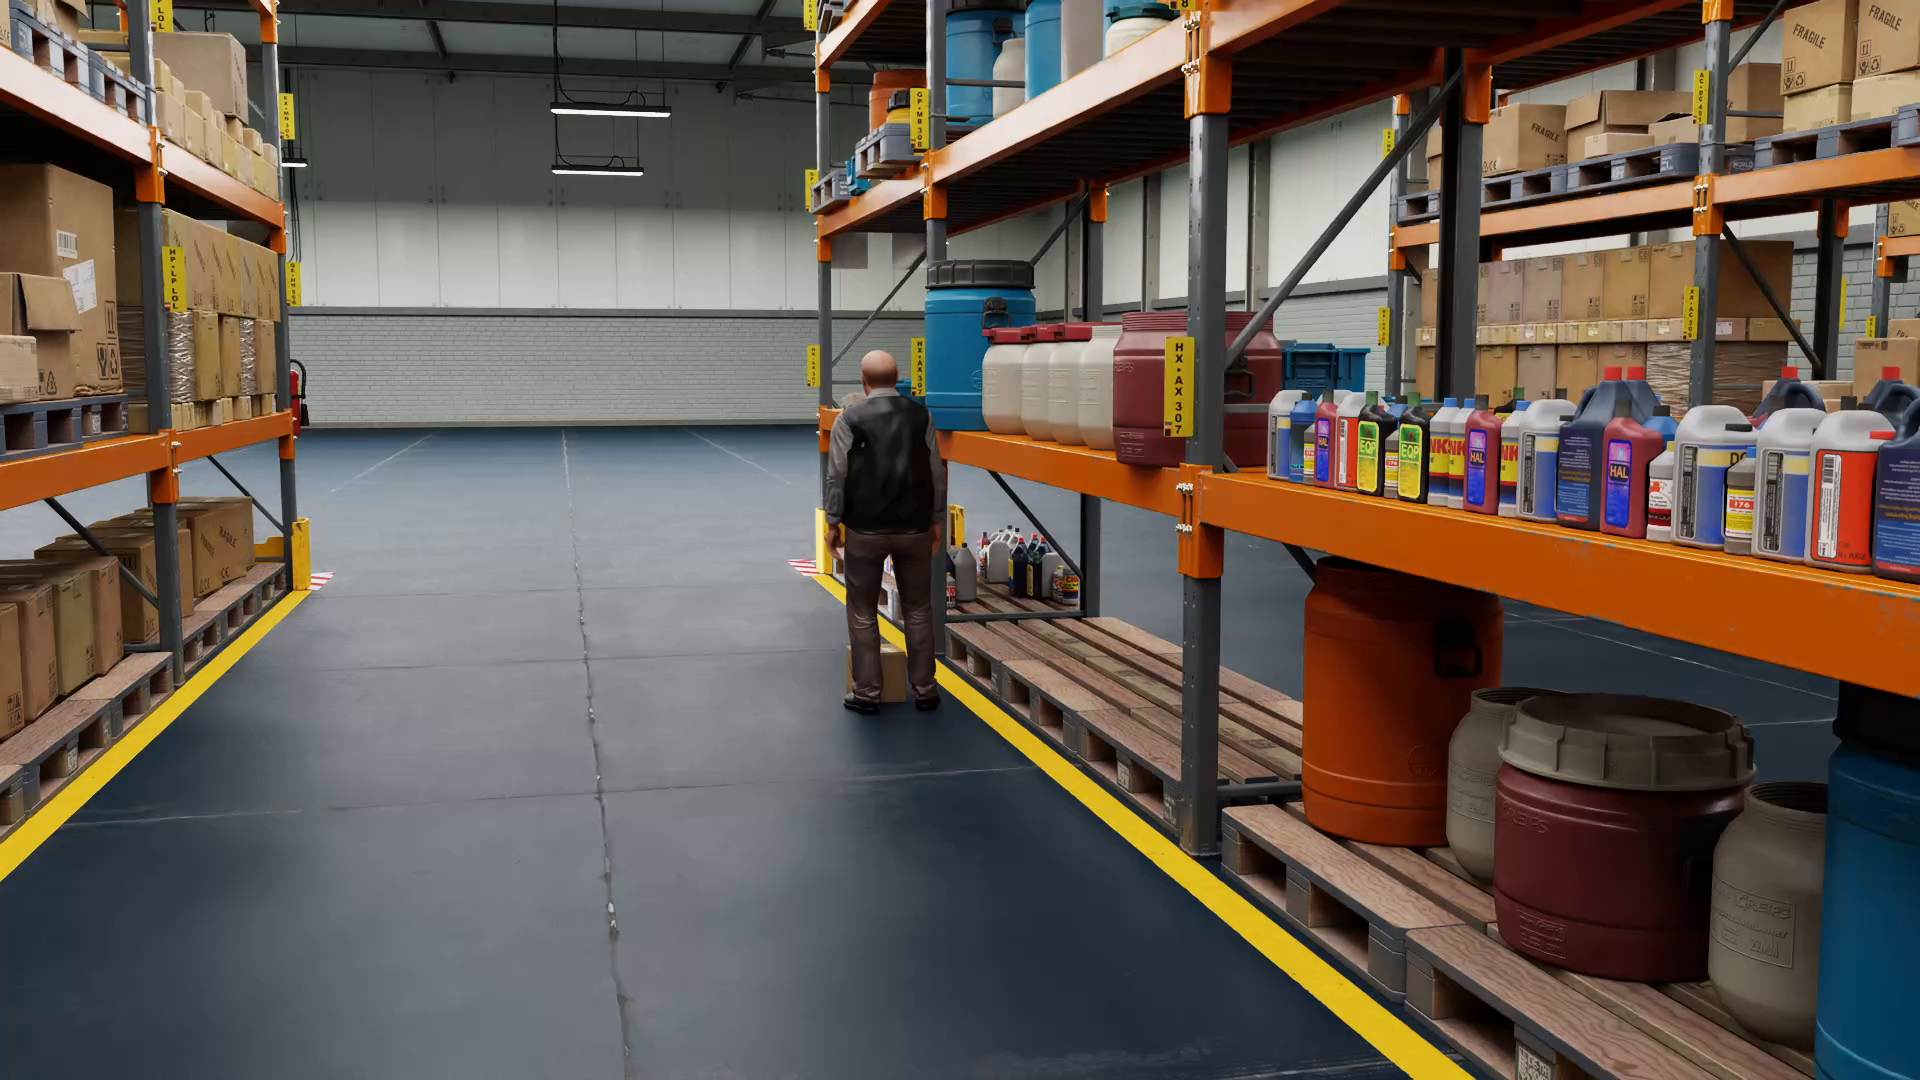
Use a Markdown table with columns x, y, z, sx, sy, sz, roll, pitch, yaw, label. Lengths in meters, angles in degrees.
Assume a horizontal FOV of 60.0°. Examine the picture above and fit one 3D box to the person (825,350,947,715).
| x | y | z | sx | sy | sz | roll | pitch | yaw | label |
| --- | --- | --- | --- | --- | --- | --- | --- | --- | --- |
| -0.347 | -0.039 | 7.918 | 0.588 | 1.721 | 0.411 | -2 | 6 | -15 | person |
